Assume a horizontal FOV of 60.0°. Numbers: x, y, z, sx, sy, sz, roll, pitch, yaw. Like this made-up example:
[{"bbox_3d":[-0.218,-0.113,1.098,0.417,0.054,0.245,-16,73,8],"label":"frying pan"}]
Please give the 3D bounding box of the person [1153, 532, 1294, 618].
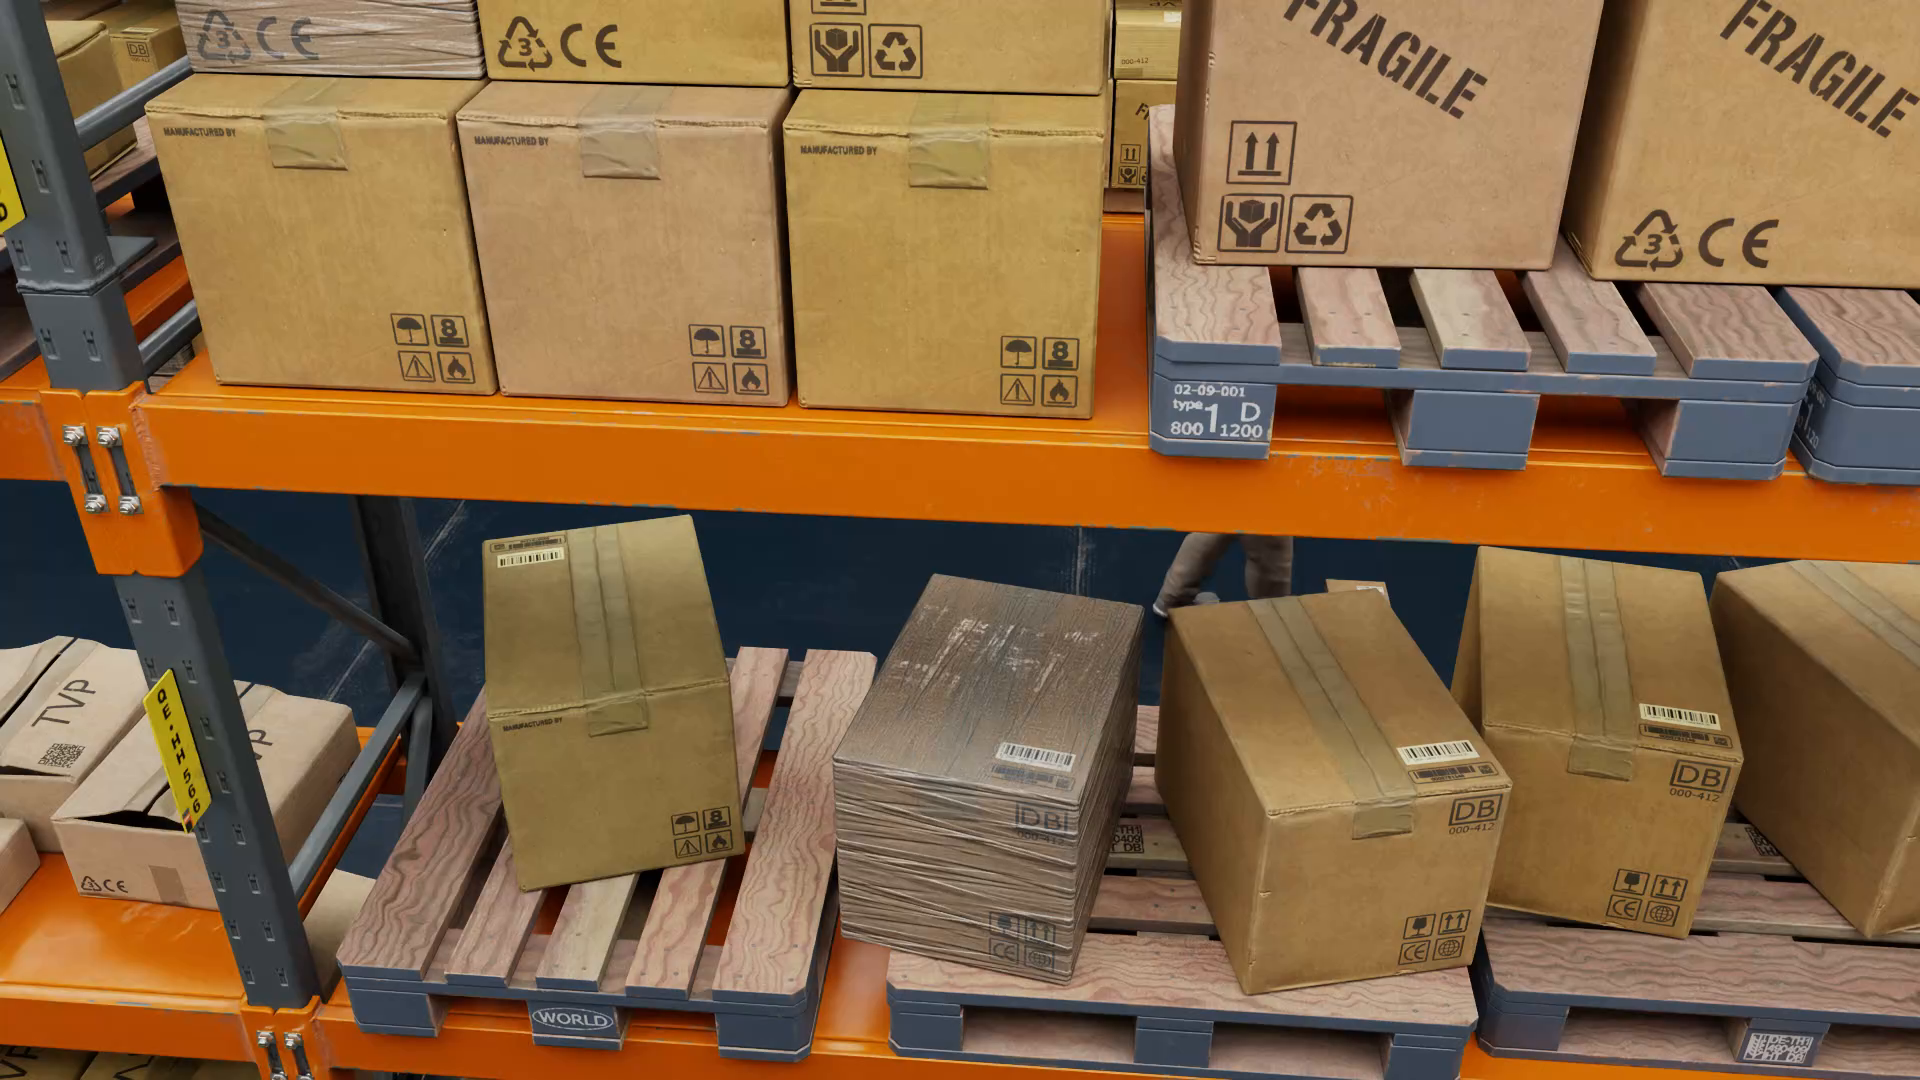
[{"bbox_3d":[1.208,-0.313,6.637,0.778,1.708,0.572,3,32,4],"label":"person"}]
